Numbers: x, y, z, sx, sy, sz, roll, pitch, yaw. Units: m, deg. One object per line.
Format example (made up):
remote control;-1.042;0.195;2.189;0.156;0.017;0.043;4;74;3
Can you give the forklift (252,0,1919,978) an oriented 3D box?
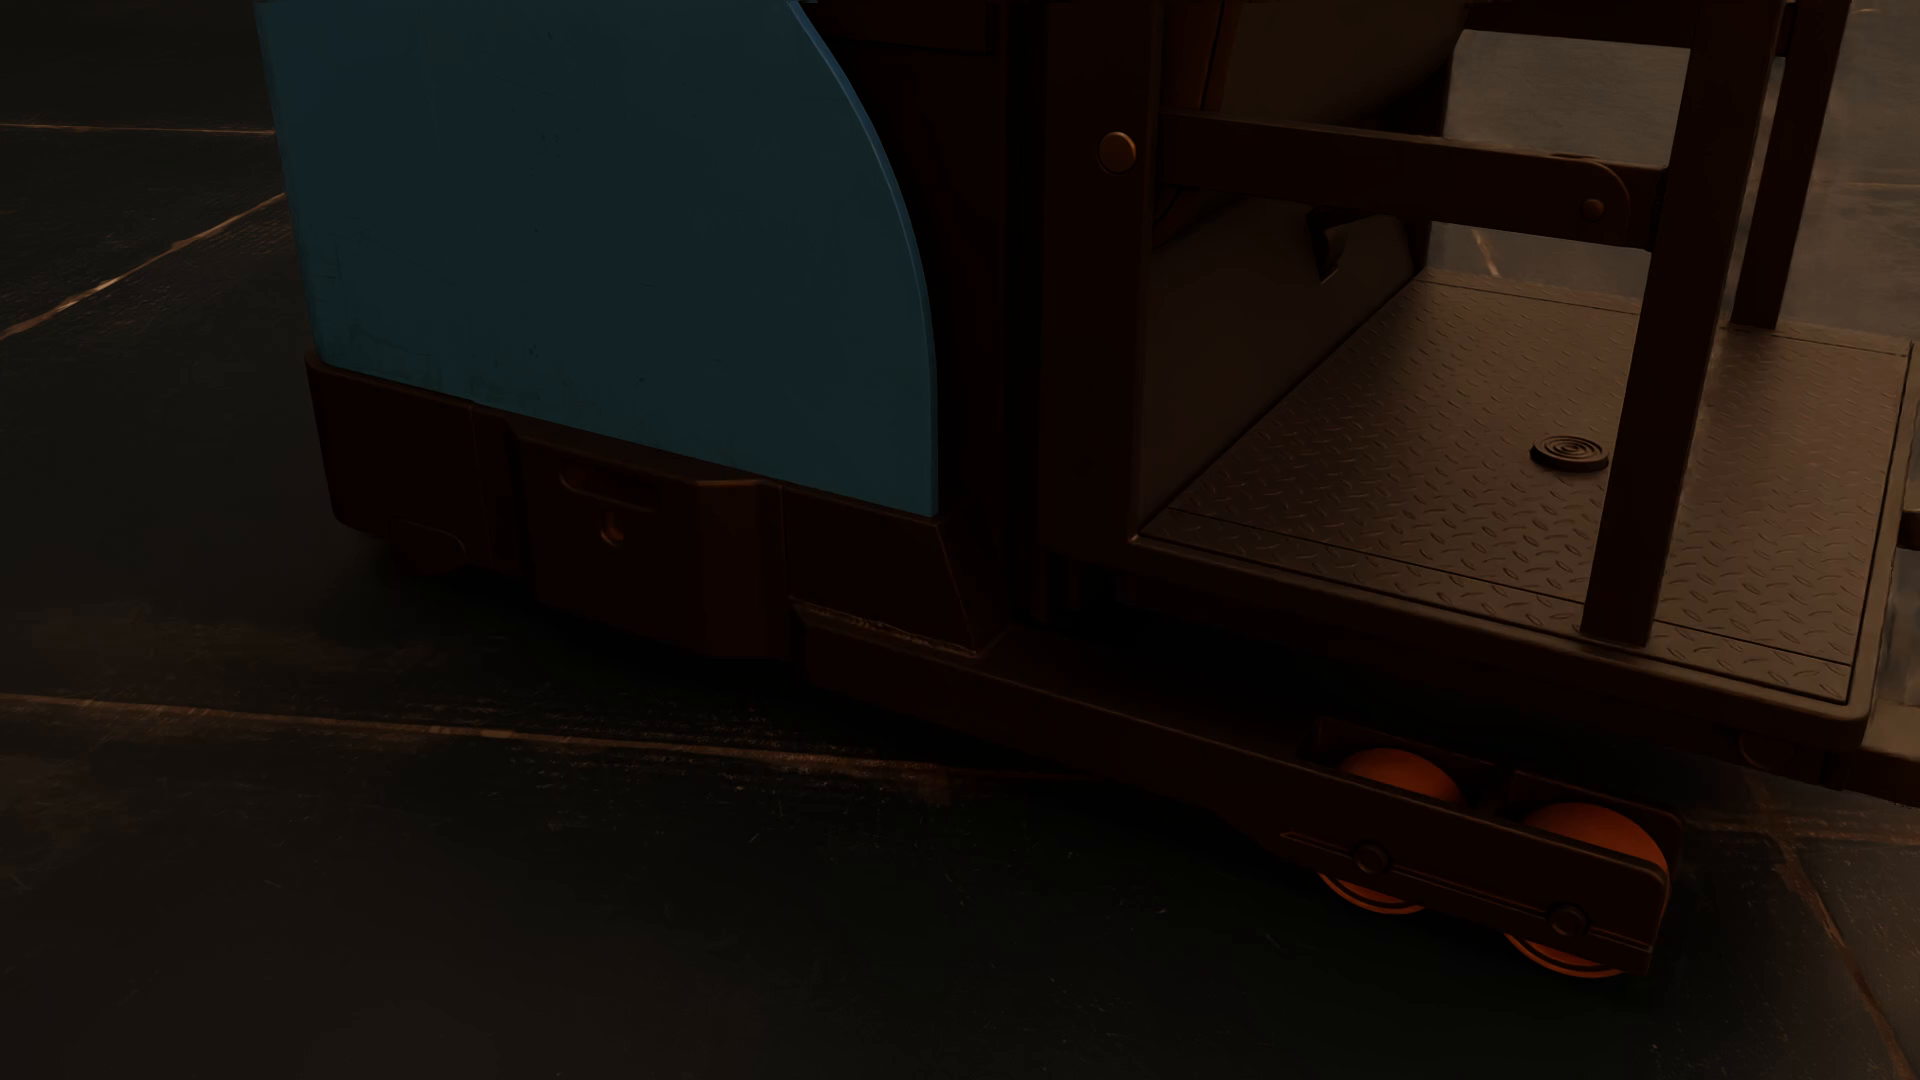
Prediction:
forklift;0.616;-1.154;1.529;3.031;2.935;1.130;14;30;26
